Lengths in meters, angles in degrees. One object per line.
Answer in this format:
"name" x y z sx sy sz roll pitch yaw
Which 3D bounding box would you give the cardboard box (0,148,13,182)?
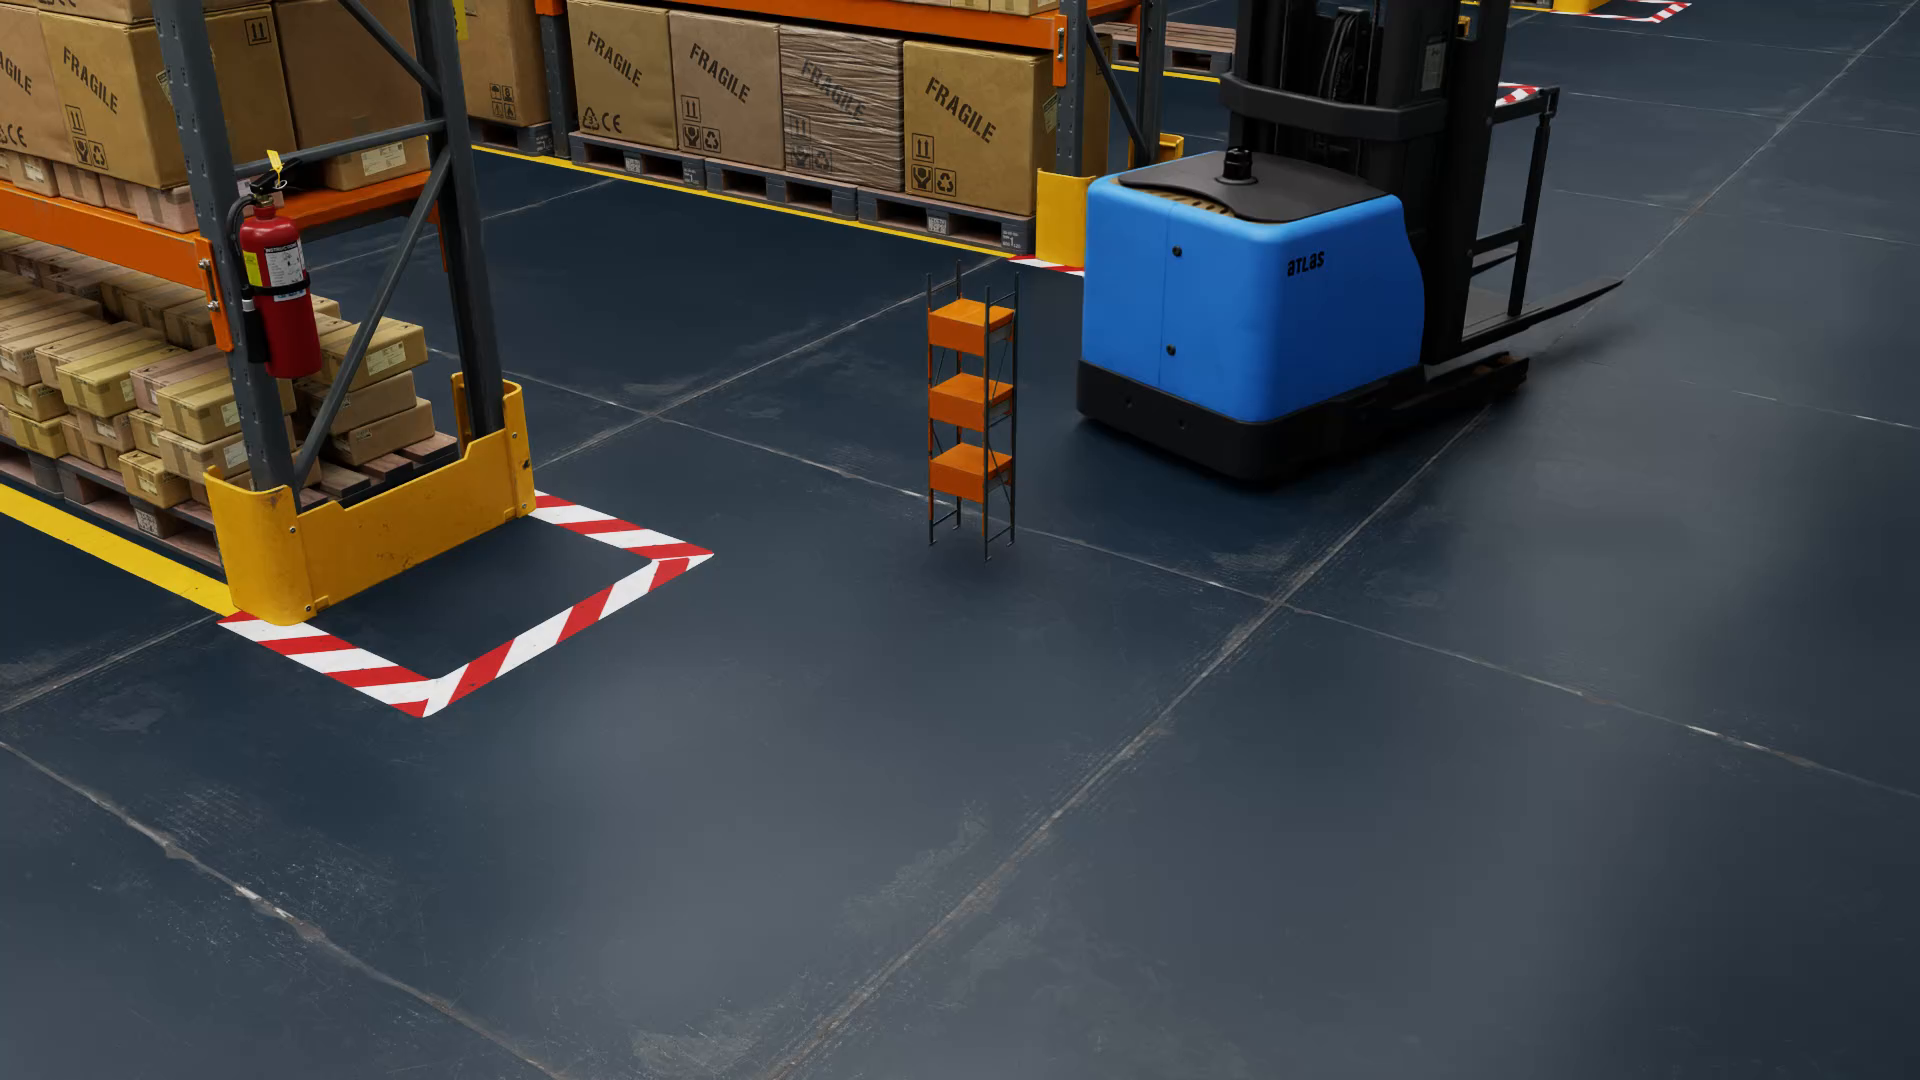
"cardboard box" -3.291 -1.412 5.994 0.250 0.149 0.380 16 31 28

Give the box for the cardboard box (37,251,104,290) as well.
"cardboard box" -3.779 -1.181 7.288 0.250 0.149 0.380 16 31 29

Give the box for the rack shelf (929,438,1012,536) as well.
"rack shelf" 0.044 -0.197 6.116 0.240 0.259 0.215 17 32 30

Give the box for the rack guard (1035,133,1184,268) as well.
"rack guard" 0.873 -1.982 9.593 0.348 0.500 1.175 17 32 30

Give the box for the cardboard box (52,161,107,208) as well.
"cardboard box" -2.866 -1.276 5.728 0.250 0.149 0.380 17 32 30

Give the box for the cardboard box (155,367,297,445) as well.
"cardboard box" -2.619 -0.497 5.943 0.250 0.149 0.380 18 32 31

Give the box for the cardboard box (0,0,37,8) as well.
"cardboard box" -2.974 -2.051 5.433 0.500 0.500 0.500 16 31 29

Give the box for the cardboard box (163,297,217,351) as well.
"cardboard box" -2.960 -0.888 6.712 0.250 0.149 0.380 16 31 28

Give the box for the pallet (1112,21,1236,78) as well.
"pallet" 1.998 -4.251 14.370 1.213 0.211 1.003 17 32 30

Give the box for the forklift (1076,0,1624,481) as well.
"forklift" 1.954 -2.083 7.112 3.031 2.935 1.130 -21 34 -35

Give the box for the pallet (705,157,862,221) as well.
"pallet" -0.852 -2.349 10.633 1.213 0.211 1.003 17 32 30

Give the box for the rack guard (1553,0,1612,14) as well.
"rack guard" 6.402 -5.710 16.919 0.348 0.500 1.175 17 32 30

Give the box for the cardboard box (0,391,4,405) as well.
"cardboard box" -3.700 -0.685 6.642 0.250 0.149 0.380 19 33 33

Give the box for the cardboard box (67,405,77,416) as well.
"cardboard box" -3.228 -0.592 6.458 0.250 0.149 0.380 17 31 30

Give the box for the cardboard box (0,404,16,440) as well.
"cardboard box" -3.700 -0.554 6.712 0.250 0.149 0.380 18 32 31

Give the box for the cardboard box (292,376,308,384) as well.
"cardboard box" -2.519 -0.645 6.562 0.250 0.149 0.380 17 32 30

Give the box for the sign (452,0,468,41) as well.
"sign" -1.732 -1.862 5.648 0.005 0.325 0.100 17 32 30

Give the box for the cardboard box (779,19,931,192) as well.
"cardboard box" -0.470 -2.710 10.148 0.875 0.875 0.875 17 32 30

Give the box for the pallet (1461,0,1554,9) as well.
"pallet" 5.744 -5.786 17.386 1.213 0.211 1.003 17 32 30

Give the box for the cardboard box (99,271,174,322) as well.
"cardboard box" -3.374 -1.048 7.025 0.250 0.149 0.380 18 32 31

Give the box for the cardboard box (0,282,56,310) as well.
"cardboard box" -3.896 -0.906 6.747 0.250 0.149 0.380 17 32 31

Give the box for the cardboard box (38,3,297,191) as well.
"cardboard box" -2.555 -1.470 5.393 0.500 0.500 0.500 18 32 31

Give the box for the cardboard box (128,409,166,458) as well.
"cardboard box" -2.820 -0.439 6.158 0.250 0.149 0.380 16 31 29

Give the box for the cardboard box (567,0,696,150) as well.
"cardboard box" -1.946 -3.170 11.051 0.875 0.875 0.875 17 32 30

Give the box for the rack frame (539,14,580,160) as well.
"rack frame" -2.444 -4.129 11.057 0.127 3.000 1.000 17 32 30

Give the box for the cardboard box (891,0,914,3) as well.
"cardboard box" -0.255 -3.154 9.418 0.250 0.149 0.380 18 32 31

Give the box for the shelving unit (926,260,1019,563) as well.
"shelving unit" 0.044 -0.454 5.985 0.252 1.050 0.215 17 32 30

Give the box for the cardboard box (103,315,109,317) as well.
"cardboard box" -3.658 -0.941 7.144 0.250 0.149 0.380 19 33 33

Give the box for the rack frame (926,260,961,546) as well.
"rack frame" -0.056 -0.485 6.046 0.008 1.050 0.200 17 32 30

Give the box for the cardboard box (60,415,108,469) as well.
"cardboard box" -3.240 -0.434 6.476 0.250 0.149 0.380 18 32 31

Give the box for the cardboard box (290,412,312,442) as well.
"cardboard box" -2.551 -0.481 6.568 0.250 0.149 0.380 17 32 30

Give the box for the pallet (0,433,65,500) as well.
"pallet" -3.752 -0.586 7.168 1.213 0.211 1.003 17 32 30

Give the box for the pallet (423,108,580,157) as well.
"pallet" -3.123 -3.056 12.023 1.213 0.211 1.003 17 32 30

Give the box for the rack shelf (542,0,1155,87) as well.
"rack shelf" -0.796 -3.295 10.211 4.000 0.370 1.077 17 32 30

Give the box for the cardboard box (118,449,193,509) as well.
"cardboard box" -2.860 -0.276 6.165 0.250 0.149 0.380 18 32 32

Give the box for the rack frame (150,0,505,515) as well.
"rack frame" -2.039 -1.274 5.446 0.127 3.000 1.000 17 32 30

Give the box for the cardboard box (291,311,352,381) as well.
"cardboard box" -2.574 -0.743 6.427 0.250 0.149 0.380 18 32 31

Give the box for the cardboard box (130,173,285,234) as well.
"cardboard box" -2.468 -1.140 5.459 0.250 0.149 0.380 17 32 30

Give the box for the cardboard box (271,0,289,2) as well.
"cardboard box" -2.258 -2.111 5.550 0.500 0.500 0.500 17 32 30

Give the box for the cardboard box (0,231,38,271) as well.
"cardboard box" -4.283 -1.281 7.484 0.250 0.149 0.380 18 32 32

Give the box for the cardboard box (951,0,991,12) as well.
"cardboard box" 0.158 -3.025 9.163 0.250 0.149 0.380 18 32 31

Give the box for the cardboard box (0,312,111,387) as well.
"cardboard box" -3.509 -0.740 6.421 0.250 0.149 0.380 19 32 32

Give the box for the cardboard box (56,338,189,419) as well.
"cardboard box" -3.079 -0.602 6.149 0.250 0.149 0.380 17 31 29

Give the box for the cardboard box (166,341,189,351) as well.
"cardboard box" -3.193 -0.814 6.894 0.250 0.149 0.380 16 31 28

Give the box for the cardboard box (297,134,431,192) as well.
"cardboard box" -2.120 -1.367 5.907 0.250 0.149 0.380 17 32 30

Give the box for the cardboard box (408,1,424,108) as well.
"cardboard box" -3.720 -3.755 12.202 0.875 0.875 1.225 16 31 29
